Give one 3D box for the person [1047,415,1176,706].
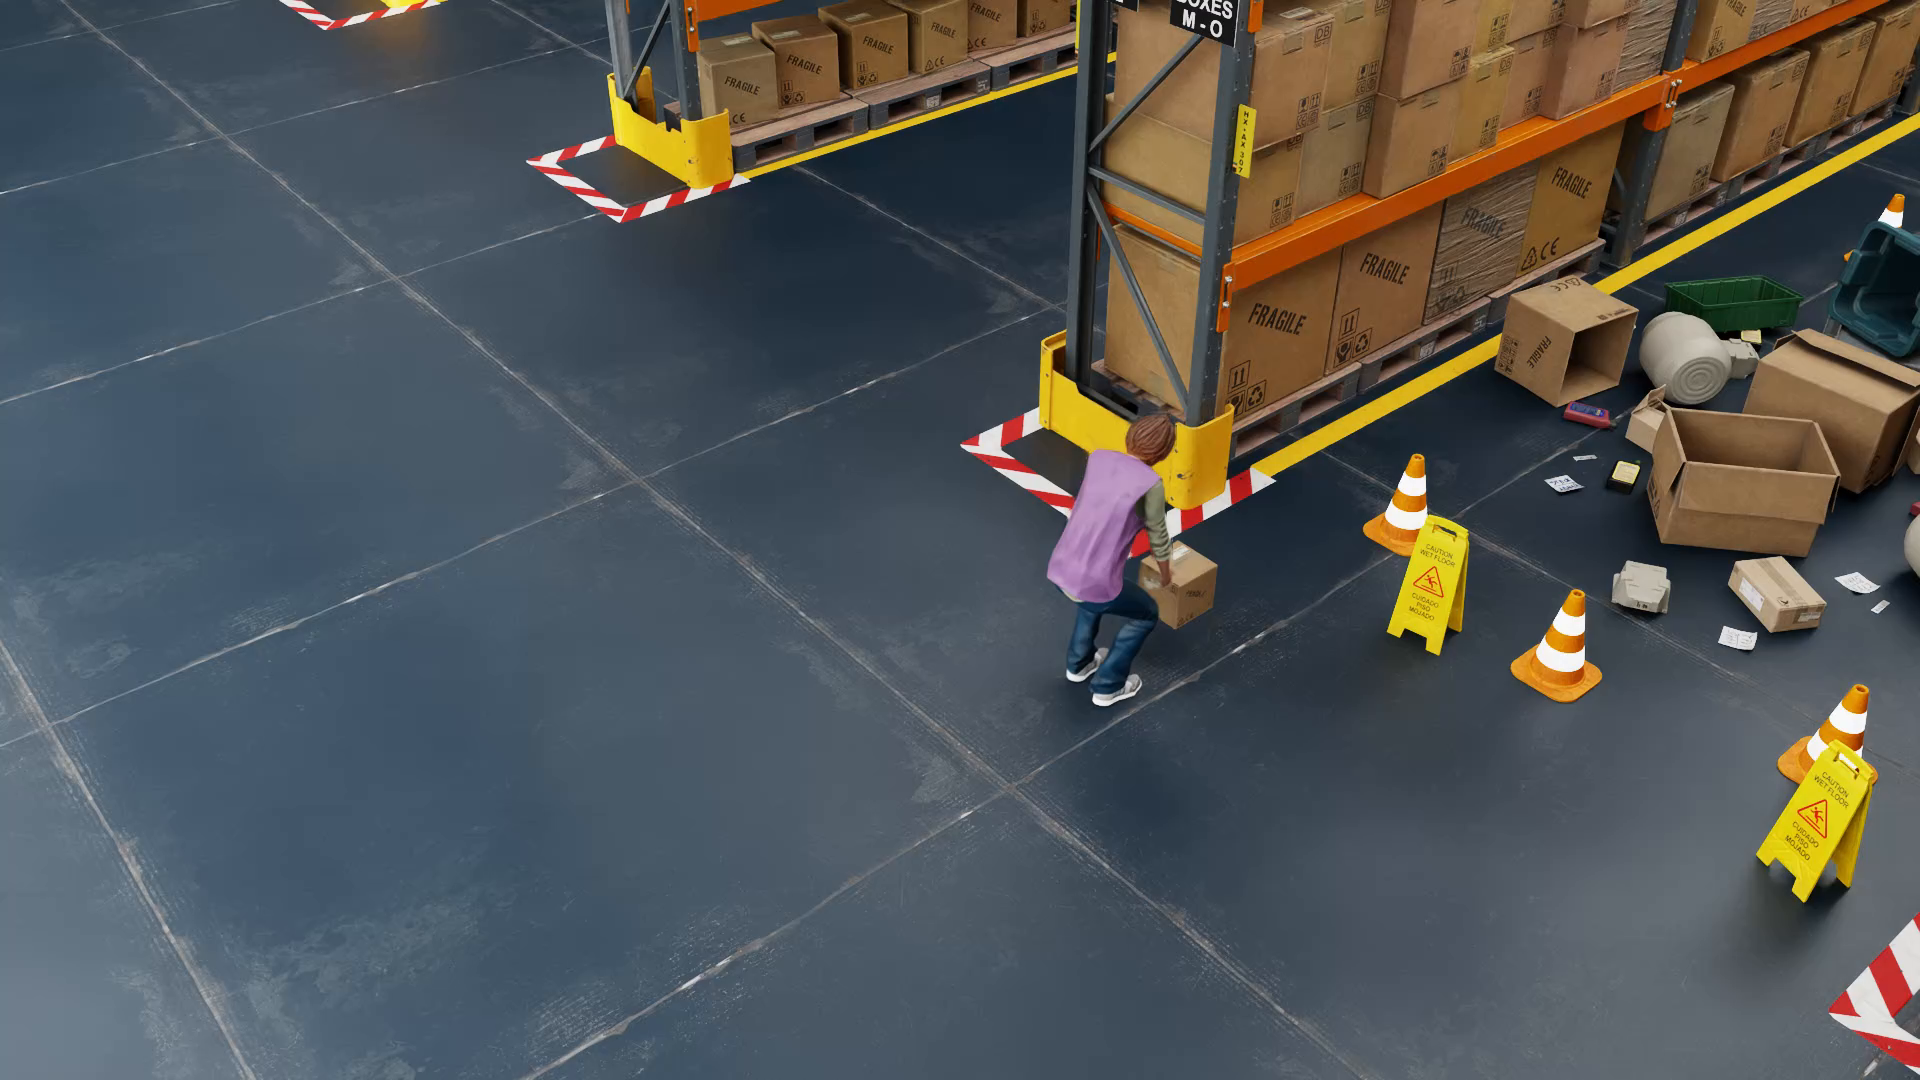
[{"bbox_3d":[0.647,0.098,7.208,0.656,1.298,0.463,-26,44,-31],"label":"person"}]
